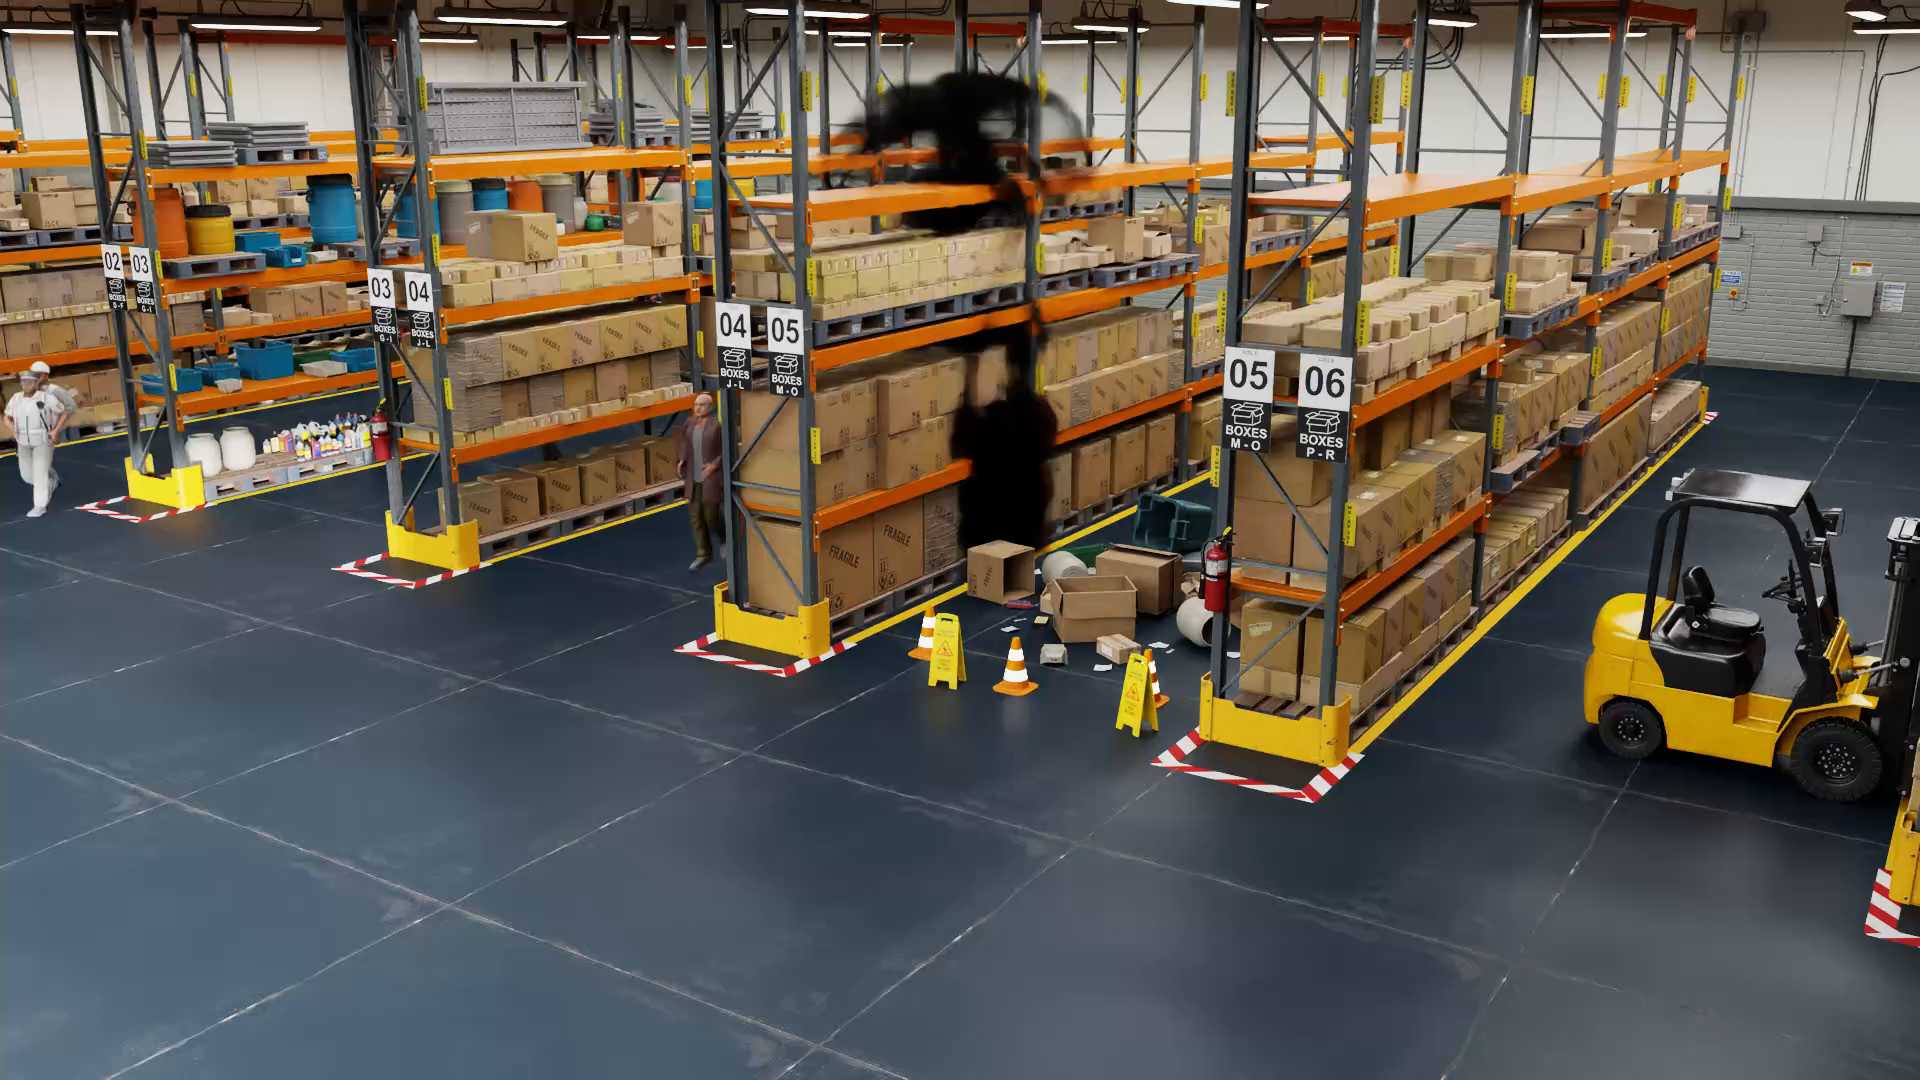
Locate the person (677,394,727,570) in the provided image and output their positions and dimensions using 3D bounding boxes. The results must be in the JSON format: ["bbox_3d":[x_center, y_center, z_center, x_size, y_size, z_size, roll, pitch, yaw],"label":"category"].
[{"bbox_3d":[-2.615,-0.624,17.123,0.720,1.786,0.738,6,17,21],"label":"person"}]

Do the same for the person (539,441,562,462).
[{"bbox_3d":[-5.640,-1.745,22.477,0.584,1.710,0.718,8,17,27],"label":"person"}]

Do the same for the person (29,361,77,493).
[{"bbox_3d":[-11.605,-1.395,21.045,0.665,1.730,0.621,5,16,18],"label":"person"}]

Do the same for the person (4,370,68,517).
[{"bbox_3d":[-11.257,-1.216,20.302,0.692,1.760,0.799,-2,16,-6],"label":"person"}]
